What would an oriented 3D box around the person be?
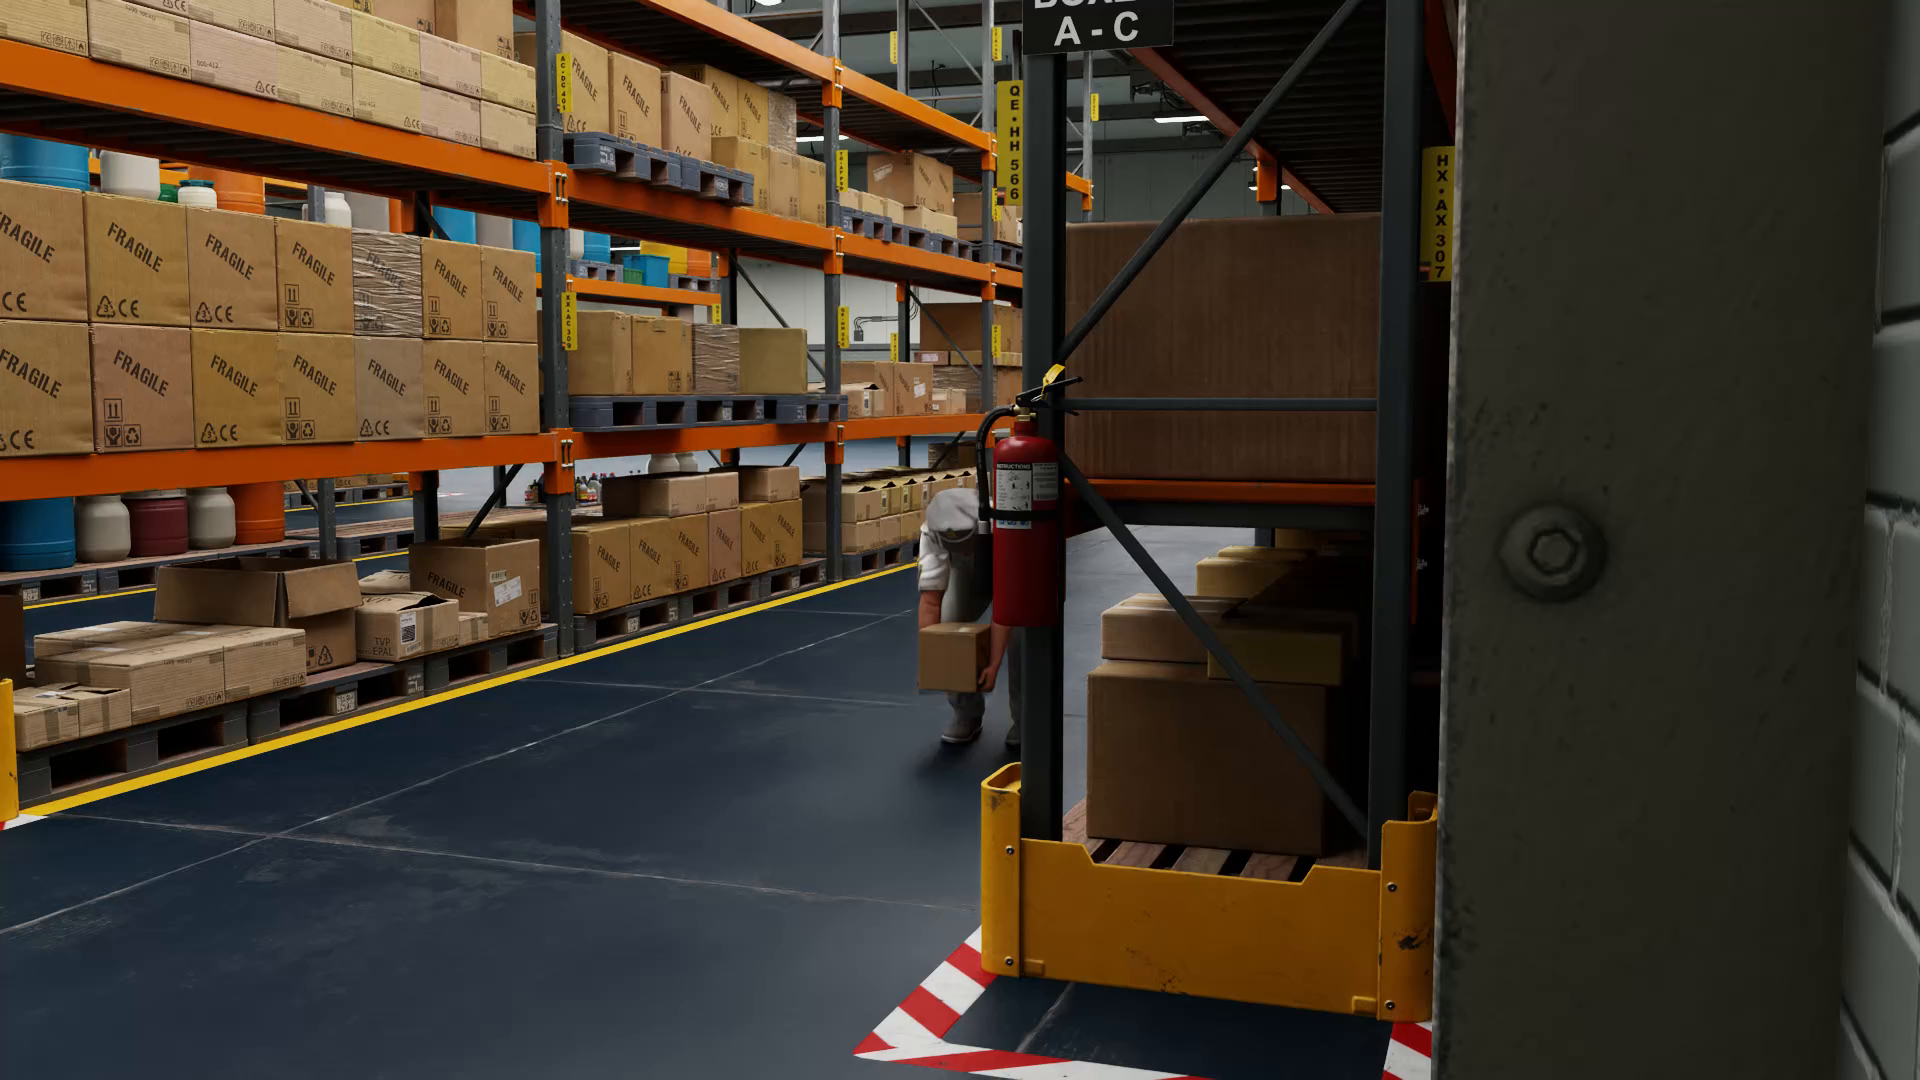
[{"bbox_3d":[0.090,0.329,7.167,0.519,1.151,1.030,1,5,16],"label":"person"}]
